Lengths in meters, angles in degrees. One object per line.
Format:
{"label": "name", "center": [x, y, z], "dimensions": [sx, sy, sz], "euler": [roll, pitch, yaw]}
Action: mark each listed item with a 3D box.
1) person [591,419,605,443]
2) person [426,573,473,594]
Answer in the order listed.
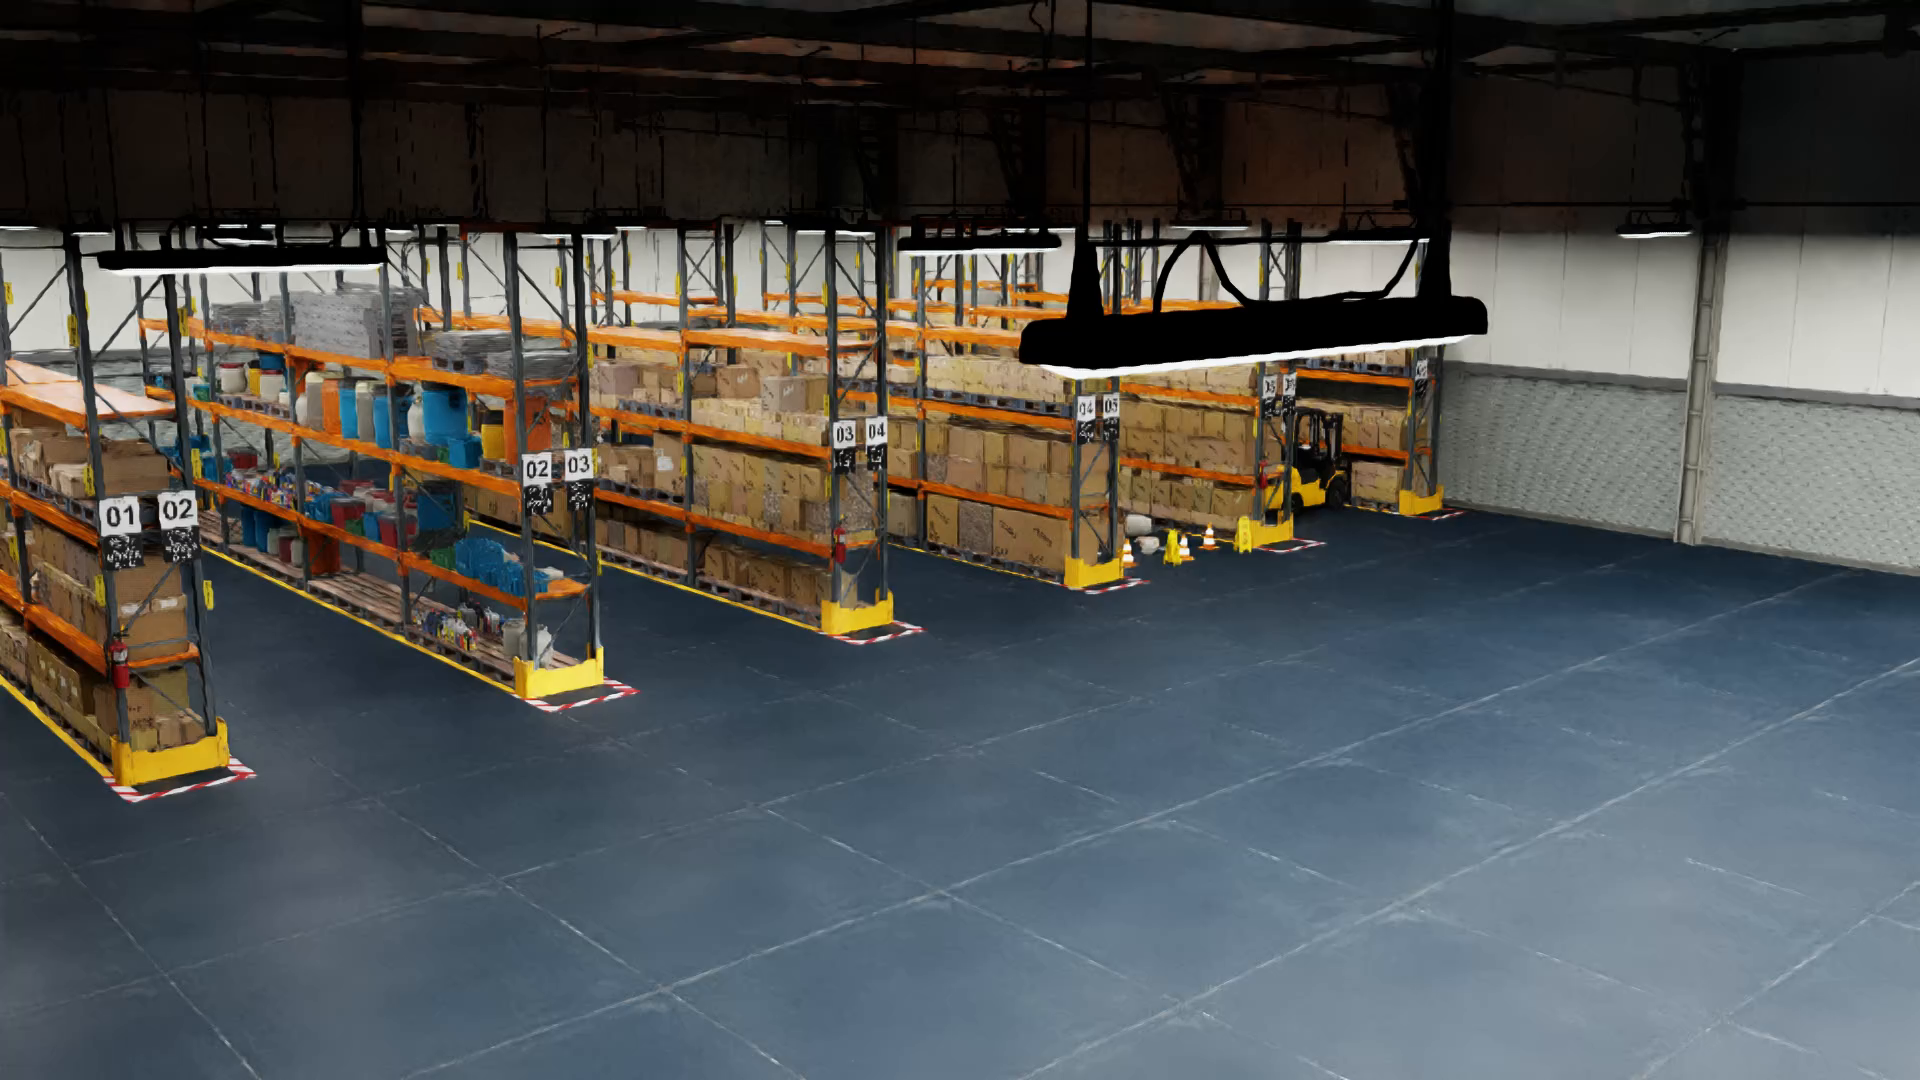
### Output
{"label": "person", "center": [-8.198, -1.940, 37.363], "dimensions": [0.482, 1.587, 1.086], "euler": [-9, 15, -38]}
{"label": "person", "center": [-8.406, 0.035, 27.341], "dimensions": [0.837, 1.714, 0.683], "euler": [7, 13, 32]}
